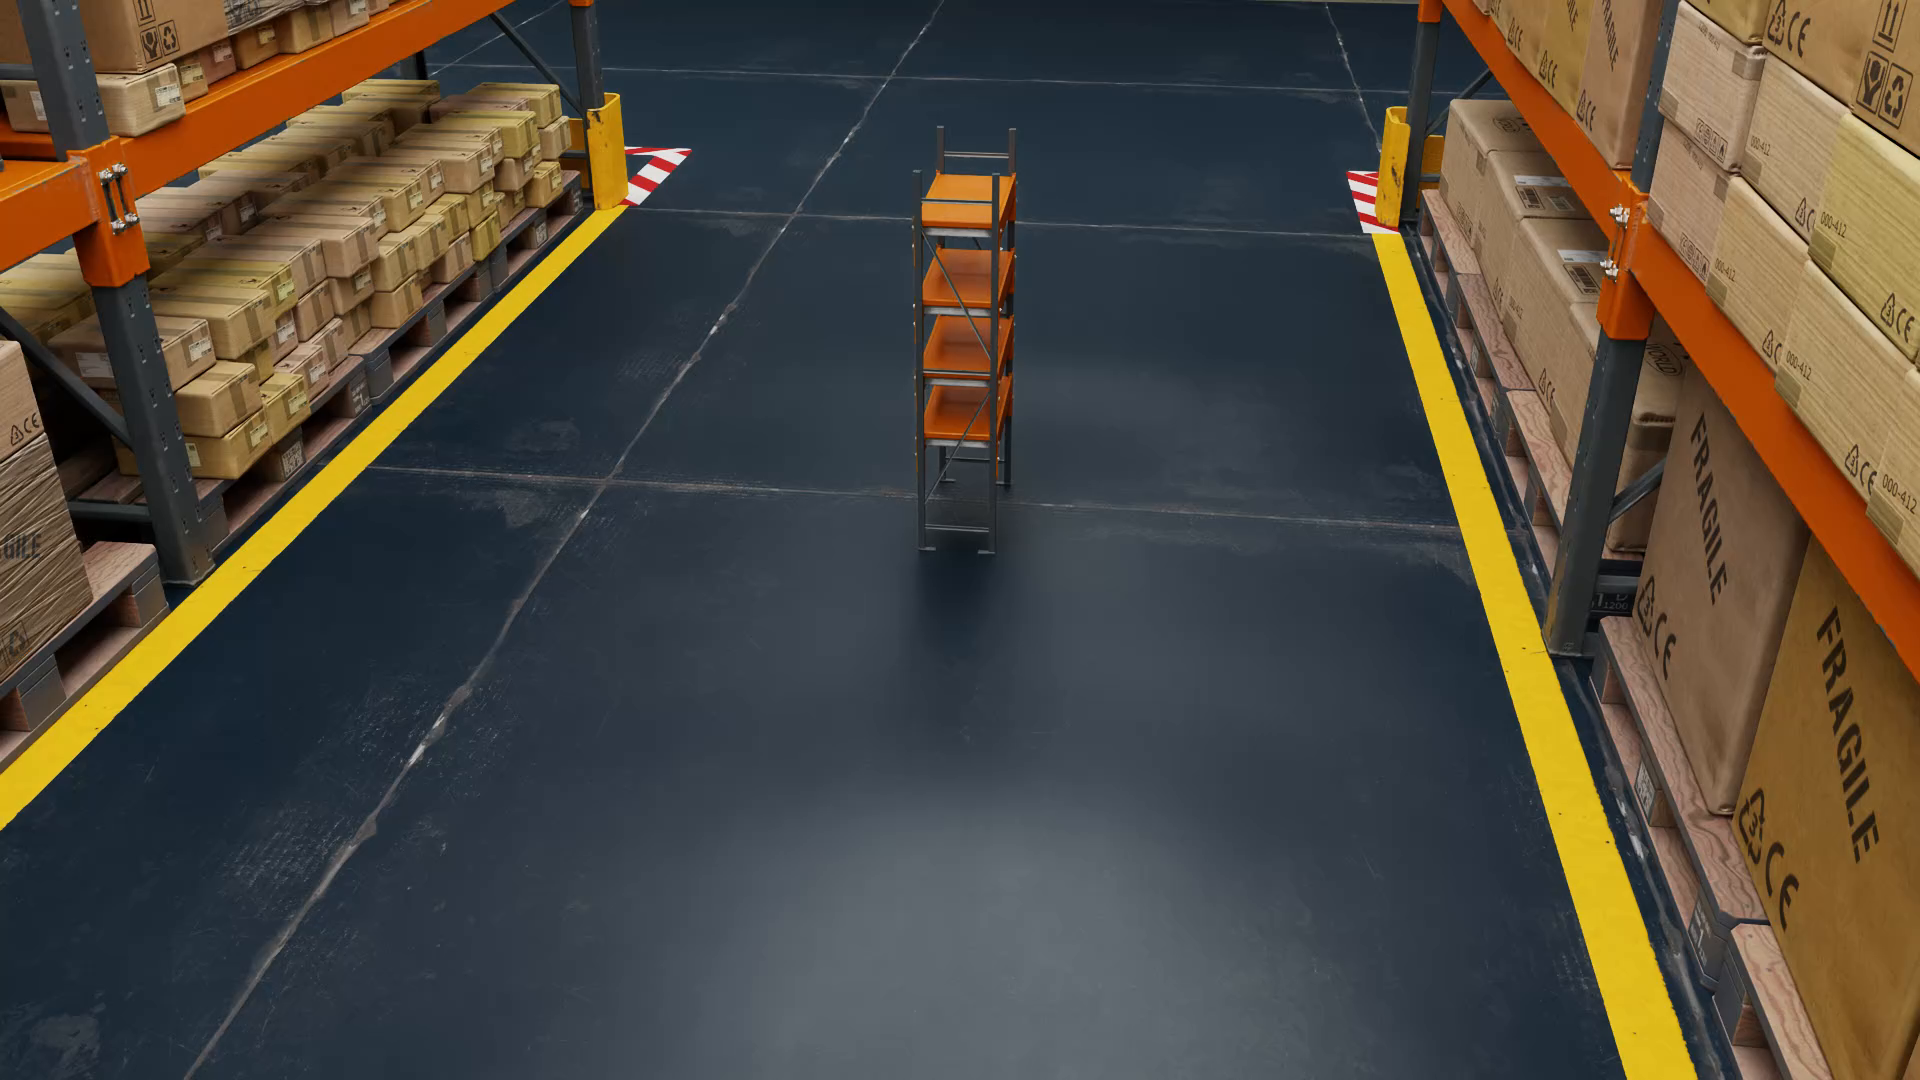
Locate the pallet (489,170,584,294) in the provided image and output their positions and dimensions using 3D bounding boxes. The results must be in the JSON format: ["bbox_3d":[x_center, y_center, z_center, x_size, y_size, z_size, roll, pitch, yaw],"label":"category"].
[{"bbox_3d":[-2.432,-1.472,7.760,1.003,0.211,1.213,3,28,6],"label":"pallet"}]

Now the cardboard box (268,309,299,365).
[{"bbox_3d":[-2.480,-0.687,5.612,0.380,0.149,0.250,3,28,6],"label":"cardboard box"}]

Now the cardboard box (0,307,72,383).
[{"bbox_3d":[-2.993,-0.607,5.150,0.380,0.149,0.250,4,29,8],"label":"cardboard box"}]

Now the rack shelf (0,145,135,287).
[{"bbox_3d":[-3.023,0.025,2.799,1.077,0.370,4.000,3,28,6],"label":"rack shelf"}]

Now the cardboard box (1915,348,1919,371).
[{"bbox_3d":[1.629,-0.235,2.155,0.500,0.250,0.500,3,28,5],"label":"cardboard box"}]

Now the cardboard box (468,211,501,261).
[{"bbox_3d":[-2.180,-1.299,7.061,0.380,0.149,0.250,2,28,4],"label":"cardboard box"}]

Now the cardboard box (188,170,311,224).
[{"bbox_3d":[-2.767,-1.336,6.503,0.380,0.149,0.250,3,29,6],"label":"cardboard box"}]

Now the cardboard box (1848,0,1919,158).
[{"bbox_3d":[1.709,-0.810,2.430,0.500,0.500,0.500,3,28,5],"label":"cardboard box"}]

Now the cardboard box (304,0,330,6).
[{"bbox_3d":[-2.316,-2.095,5.556,0.500,0.500,0.500,3,28,5],"label":"cardboard box"}]

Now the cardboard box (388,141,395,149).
[{"bbox_3d":[-2.638,-1.699,7.490,0.380,0.149,0.250,4,29,7],"label":"cardboard box"}]

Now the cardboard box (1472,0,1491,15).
[{"bbox_3d":[2.179,-2.232,6.126,0.500,0.500,0.500,3,28,6],"label":"cardboard box"}]

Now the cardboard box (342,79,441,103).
[{"bbox_3d":[-2.689,-2.081,7.885,0.380,0.149,0.250,2,28,4],"label":"cardboard box"}]

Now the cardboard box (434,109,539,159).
[{"bbox_3d":[-2.095,-1.799,7.363,0.380,0.149,0.250,3,28,5],"label":"cardboard box"}]

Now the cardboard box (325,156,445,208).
[{"bbox_3d":[-2.309,-1.434,6.685,0.380,0.149,0.250,2,28,4],"label":"cardboard box"}]

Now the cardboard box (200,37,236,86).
[{"bbox_3d":[-2.480,-1.491,5.120,0.380,0.149,0.250,2,28,4],"label":"cardboard box"}]

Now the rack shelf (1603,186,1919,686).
[{"bbox_3d":[1.902,0.265,2.353,1.077,0.370,4.000,3,28,6],"label":"rack shelf"}]

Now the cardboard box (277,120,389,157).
[{"bbox_3d":[-2.710,-1.711,7.199,0.380,0.149,0.250,2,28,4],"label":"cardboard box"}]

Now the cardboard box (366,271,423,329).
[{"bbox_3d":[-2.296,-0.929,6.374,0.380,0.149,0.250,3,28,5],"label":"cardboard box"}]

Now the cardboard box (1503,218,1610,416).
[{"bbox_3d":[2.440,-0.760,5.758,0.875,0.438,0.875,3,28,5],"label":"cardboard box"}]

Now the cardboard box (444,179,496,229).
[{"bbox_3d":[-2.182,-1.422,6.977,0.380,0.149,0.250,4,29,7],"label":"cardboard box"}]

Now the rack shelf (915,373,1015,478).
[{"bbox_3d":[0.020,-0.372,5.236,0.258,0.148,0.480,3,28,6],"label":"rack shelf"}]

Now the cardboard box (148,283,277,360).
[{"bbox_3d":[-2.437,-0.701,5.324,0.380,0.149,0.250,5,29,9],"label":"cardboard box"}]

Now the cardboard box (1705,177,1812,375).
[{"bbox_3d":[1.769,-0.491,3.158,0.500,0.250,0.500,3,28,5],"label":"cardboard box"}]

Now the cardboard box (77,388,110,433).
[{"bbox_3d":[-2.953,-0.485,5.550,0.380,0.149,0.250,4,29,8],"label":"cardboard box"}]

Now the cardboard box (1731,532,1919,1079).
[{"bbox_3d":[2.048,0.480,2.994,0.875,0.875,0.875,4,29,8],"label":"cardboard box"}]

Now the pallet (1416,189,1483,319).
[{"bbox_3d":[2.617,-1.267,7.380,1.003,0.211,1.213,3,28,6],"label":"pallet"}]

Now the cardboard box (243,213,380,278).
[{"bbox_3d":[-2.334,-1.062,5.994,0.380,0.149,0.250,4,29,7],"label":"cardboard box"}]

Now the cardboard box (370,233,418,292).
[{"bbox_3d":[-2.293,-1.057,6.299,0.380,0.149,0.250,3,28,6],"label":"cardboard box"}]

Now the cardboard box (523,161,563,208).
[{"bbox_3d":[-2.076,-1.659,7.729,0.380,0.149,0.250,4,29,8],"label":"cardboard box"}]

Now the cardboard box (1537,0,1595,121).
[{"bbox_3d":[2.008,-1.513,4.789,0.500,0.500,0.500,3,28,5],"label":"cardboard box"}]

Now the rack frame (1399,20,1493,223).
[{"bbox_3d":[2.637,-2.876,7.425,1.000,3.000,0.127,3,28,6],"label":"rack frame"}]

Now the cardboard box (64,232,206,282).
[{"bbox_3d":[-2.868,-0.965,5.814,0.380,0.149,0.250,4,29,8],"label":"cardboard box"}]

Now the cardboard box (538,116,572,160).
[{"bbox_3d":[-2.069,-1.912,7.885,0.380,0.149,0.250,3,28,5],"label":"cardboard box"}]

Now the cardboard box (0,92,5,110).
[{"bbox_3d":[-2.975,-1.270,4.710,0.380,0.149,0.250,3,28,6],"label":"cardboard box"}]

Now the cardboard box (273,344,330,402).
[{"bbox_3d":[-2.403,-0.561,5.691,0.380,0.149,0.250,3,28,6],"label":"cardboard box"}]

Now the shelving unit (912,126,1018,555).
[{"bbox_3d":[0.020,-0.606,5.110,0.258,1.200,0.503,3,28,6],"label":"shelving unit"}]

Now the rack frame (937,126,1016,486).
[{"bbox_3d":[0.050,-0.721,5.323,0.240,1.200,0.015,3,28,6],"label":"rack frame"}]

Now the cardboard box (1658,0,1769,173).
[{"bbox_3d":[1.813,-0.956,3.493,0.500,0.250,0.500,3,28,5],"label":"cardboard box"}]

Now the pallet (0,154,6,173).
[{"bbox_3d":[-3.016,-0.797,3.769,1.003,0.211,1.213,3,28,6],"label":"pallet"}]

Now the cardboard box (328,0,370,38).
[{"bbox_3d":[-2.305,-1.859,5.804,0.380,0.149,0.250,5,29,8],"label":"cardboard box"}]
